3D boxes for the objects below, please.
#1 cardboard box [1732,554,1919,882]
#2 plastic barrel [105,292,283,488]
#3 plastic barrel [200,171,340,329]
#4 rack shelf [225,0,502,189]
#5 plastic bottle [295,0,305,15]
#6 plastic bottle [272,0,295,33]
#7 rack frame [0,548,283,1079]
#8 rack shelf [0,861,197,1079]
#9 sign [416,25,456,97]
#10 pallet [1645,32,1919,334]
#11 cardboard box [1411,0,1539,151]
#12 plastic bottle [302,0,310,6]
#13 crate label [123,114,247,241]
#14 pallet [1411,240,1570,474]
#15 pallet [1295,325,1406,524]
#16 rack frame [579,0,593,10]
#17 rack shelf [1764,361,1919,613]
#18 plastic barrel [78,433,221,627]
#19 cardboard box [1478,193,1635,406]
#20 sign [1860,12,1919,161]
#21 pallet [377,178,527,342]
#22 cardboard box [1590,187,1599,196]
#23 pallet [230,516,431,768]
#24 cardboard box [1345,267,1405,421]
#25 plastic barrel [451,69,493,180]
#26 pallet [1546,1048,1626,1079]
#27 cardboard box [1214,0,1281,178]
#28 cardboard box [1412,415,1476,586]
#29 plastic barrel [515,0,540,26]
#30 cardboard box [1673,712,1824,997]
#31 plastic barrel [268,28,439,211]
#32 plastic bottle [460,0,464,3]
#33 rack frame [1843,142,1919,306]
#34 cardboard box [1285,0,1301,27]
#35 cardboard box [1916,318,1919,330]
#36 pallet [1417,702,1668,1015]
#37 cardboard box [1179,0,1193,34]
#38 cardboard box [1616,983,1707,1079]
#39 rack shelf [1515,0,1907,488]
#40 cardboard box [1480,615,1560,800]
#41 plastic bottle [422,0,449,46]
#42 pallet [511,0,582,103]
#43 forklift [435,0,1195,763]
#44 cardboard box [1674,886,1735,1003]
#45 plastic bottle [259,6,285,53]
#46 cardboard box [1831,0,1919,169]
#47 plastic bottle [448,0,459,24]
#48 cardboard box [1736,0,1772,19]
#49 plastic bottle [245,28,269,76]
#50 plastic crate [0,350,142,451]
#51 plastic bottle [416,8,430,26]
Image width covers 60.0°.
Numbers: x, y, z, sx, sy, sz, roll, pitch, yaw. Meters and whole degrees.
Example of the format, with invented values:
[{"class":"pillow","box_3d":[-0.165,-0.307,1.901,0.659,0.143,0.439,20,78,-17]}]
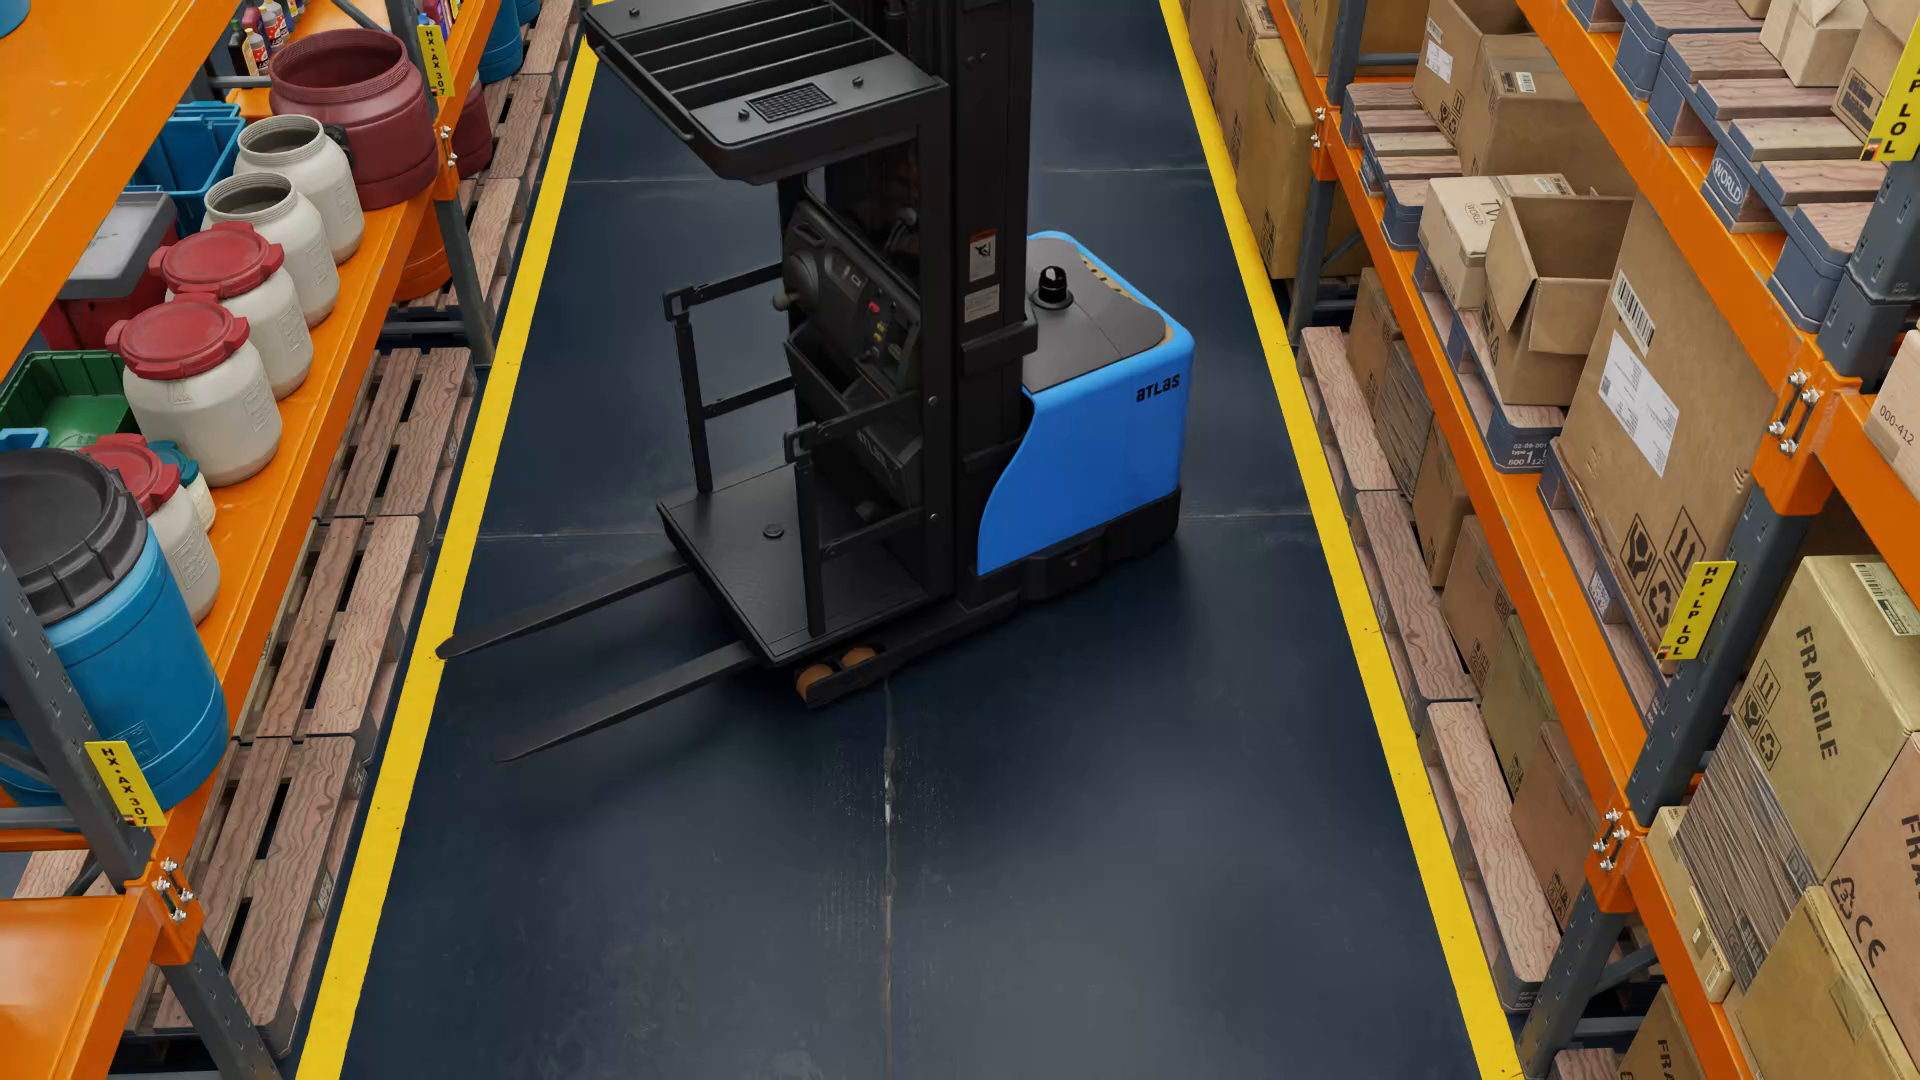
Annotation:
[{"class":"cardboard box","box_3d":[2.081,0.376,3.585,0.500,0.500,0.500,-2,43,-2]},{"class":"plastic barrel","box_3d":[-2.486,-0.475,5.448,0.433,0.535,0.433,0,43,0]},{"class":"plastic barrel","box_3d":[-2.528,-1.046,6.089,0.421,0.512,0.421,0,43,0]},{"class":"rack shelf","box_3d":[-2.888,-3.063,8.904,1.077,0.370,4.000,-2,43,-2]},{"class":"plastic bottle","box_3d":[-3.259,-2.688,8.058,0.097,0.271,0.097,0,43,0]},{"class":"plastic bottle","box_3d":[-3.251,-2.557,7.915,0.097,0.271,0.097,0,43,0]},{"class":"rack frame","box_3d":[-2.630,0.723,4.242,0.949,2.616,0.053,-2,43,-2]},{"class":"rack shelf","box_3d":[-2.548,2.338,3.012,1.077,0.370,4.000,-2,43,-2]},{"class":"sign","box_3d":[-2.253,-2.058,7.155,0.100,0.325,0.005,-2,43,-2]},{"class":"pallet","box_3d":[2.396,-0.876,3.905,1.213,0.211,1.003,-2,43,-2]},{"class":"cardboard box","box_3d":[2.209,-1.948,6.771,0.500,0.500,0.500,-6,43,-7]},{"class":"plastic bottle","box_3d":[-3.263,-2.728,8.153,0.097,0.201,0.097,0,43,0]},{"class":"crate label","box_3d":[-3.031,-1.312,6.436,0.502,0.435,0.616,-2,43,-2]},{"class":"pallet","box_3d":[2.271,-0.714,5.951,1.003,0.211,1.213,-2,43,-2]},{"class":"pallet","box_3d":[2.178,-0.564,7.709,1.003,0.211,1.213,-2,43,-2]},{"class":"rack frame","box_3d":[-2.973,-4.678,10.134,1.000,3.000,0.127,-2,43,-2]},{"class":"rack shelf","box_3d":[2.401,1.090,2.153,1.077,0.370,4.000,-2,43,-2]},{"class":"plastic barrel","box_3d":[-2.454,0.020,4.907,0.433,0.535,0.433,0,43,0]},{"class":"cardboard box","box_3d":[2.150,-0.780,5.494,0.797,0.503,0.637,2,43,3]},{"class":"sign","box_3d":[1.761,-0.843,3.055,0.100,0.325,0.005,-2,43,-2]},{"class":"pallet","box_3d":[-2.878,-1.481,8.709,1.003,0.211,1.213,-2,43,-2]},{"class":"cardboard box","box_3d":[2.486,-1.107,6.027,0.396,0.266,0.258,-3,43,-3]},{"class":"pallet","box_3d":[-2.760,0.396,6.662,1.003,0.211,1.213,-2,43,-2]},{"class":"cardboard box","box_3d":[2.194,-0.909,7.546,0.700,0.500,0.500,-4,43,-4]},{"class":"plastic barrel","box_3d":[-2.888,-2.336,9.052,0.600,0.588,0.708,-2,43,-2]},{"class":"pallet","box_3d":[2.380,2.061,4.845,1.003,0.211,1.213,-2,43,-2]},{"class":"cardboard box","box_3d":[2.107,-2.560,9.085,1.225,0.875,0.875,-2,43,-2]},{"class":"cardboard box","box_3d":[2.262,-0.152,6.720,0.700,0.500,0.500,2,43,2]},{"class":"plastic barrel","box_3d":[-2.966,-3.692,10.300,0.600,0.901,0.708,-2,43,-2]},{"class":"cardboard box","box_3d":[2.273,0.740,3.929,0.875,0.500,0.500,-2,43,-2]},{"class":"plastic barrel","box_3d":[-2.480,-1.723,6.810,0.600,0.536,0.708,-2,43,-2]},{"class":"plastic bottle","box_3d":[-2.488,-2.796,8.167,0.061,0.283,0.133,-2,43,-2]},{"class":"rack frame","box_3d":[2.316,-1.631,2.370,1.000,3.000,0.127,-2,43,-2]},{"class":"cardboard box","box_3d":[1.862,-2.820,8.032,0.500,0.500,0.500,-2,43,-2]},{"class":"cardboard box","box_3d":[2.022,-0.389,3.050,0.380,0.149,0.250,-3,43,-3]},{"class":"pallet","box_3d":[2.281,1.083,5.912,1.003,0.211,1.213,-2,43,-2]},{"class":"cardboard box","box_3d":[2.023,-3.760,10.394,1.225,0.875,0.875,-2,43,-2]},{"class":"cardboard box","box_3d":[2.293,1.618,4.804,0.500,0.500,0.500,-3,43,-3]},{"class":"rack shelf","box_3d":[2.231,-1.610,5.099,1.077,0.370,4.000,-2,43,-2]},{"class":"cardboard box","box_3d":[2.310,0.602,5.898,0.700,0.500,0.500,-2,43,-2]},{"class":"plastic bottle","box_3d":[-2.466,-2.459,7.800,0.061,0.283,0.133,-2,43,-2]},{"class":"pallet","box_3d":[-2.981,-3.128,10.506,1.003,0.211,1.213,-2,43,-2]},{"class":"forklift","box_3d":[-0.579,-0.838,5.995,3.031,2.935,1.130,-23,47,-23]},{"class":"cardboard box","box_3d":[2.022,0.996,4.129,0.380,0.149,0.250,-2,43,-2]},{"class":"plastic bottle","box_3d":[-3.243,-2.400,7.795,0.097,0.201,0.097,0,43,0]},{"class":"cardboard box","box_3d":[2.395,-1.038,3.556,0.797,0.503,0.637,-4,43,-4]},{"class":"plastic bottle","box_3d":[-2.478,-2.640,7.997,0.061,0.283,0.133,-2,43,-2]},{"class":"cardboard box","box_3d":[2.354,-1.674,4.250,0.797,0.503,0.637,0,43,0]},{"class":"plastic bottle","box_3d":[-3.233,-2.244,7.625,0.097,0.201,0.097,0,43,0]},{"class":"plastic crate","box_3d":[-2.989,-0.367,5.587,0.450,0.188,0.662,-2,43,-2]},{"class":"plastic bottle","box_3d":[-2.476,-2.311,7.646,0.097,0.271,0.097,0,43,0]}]
